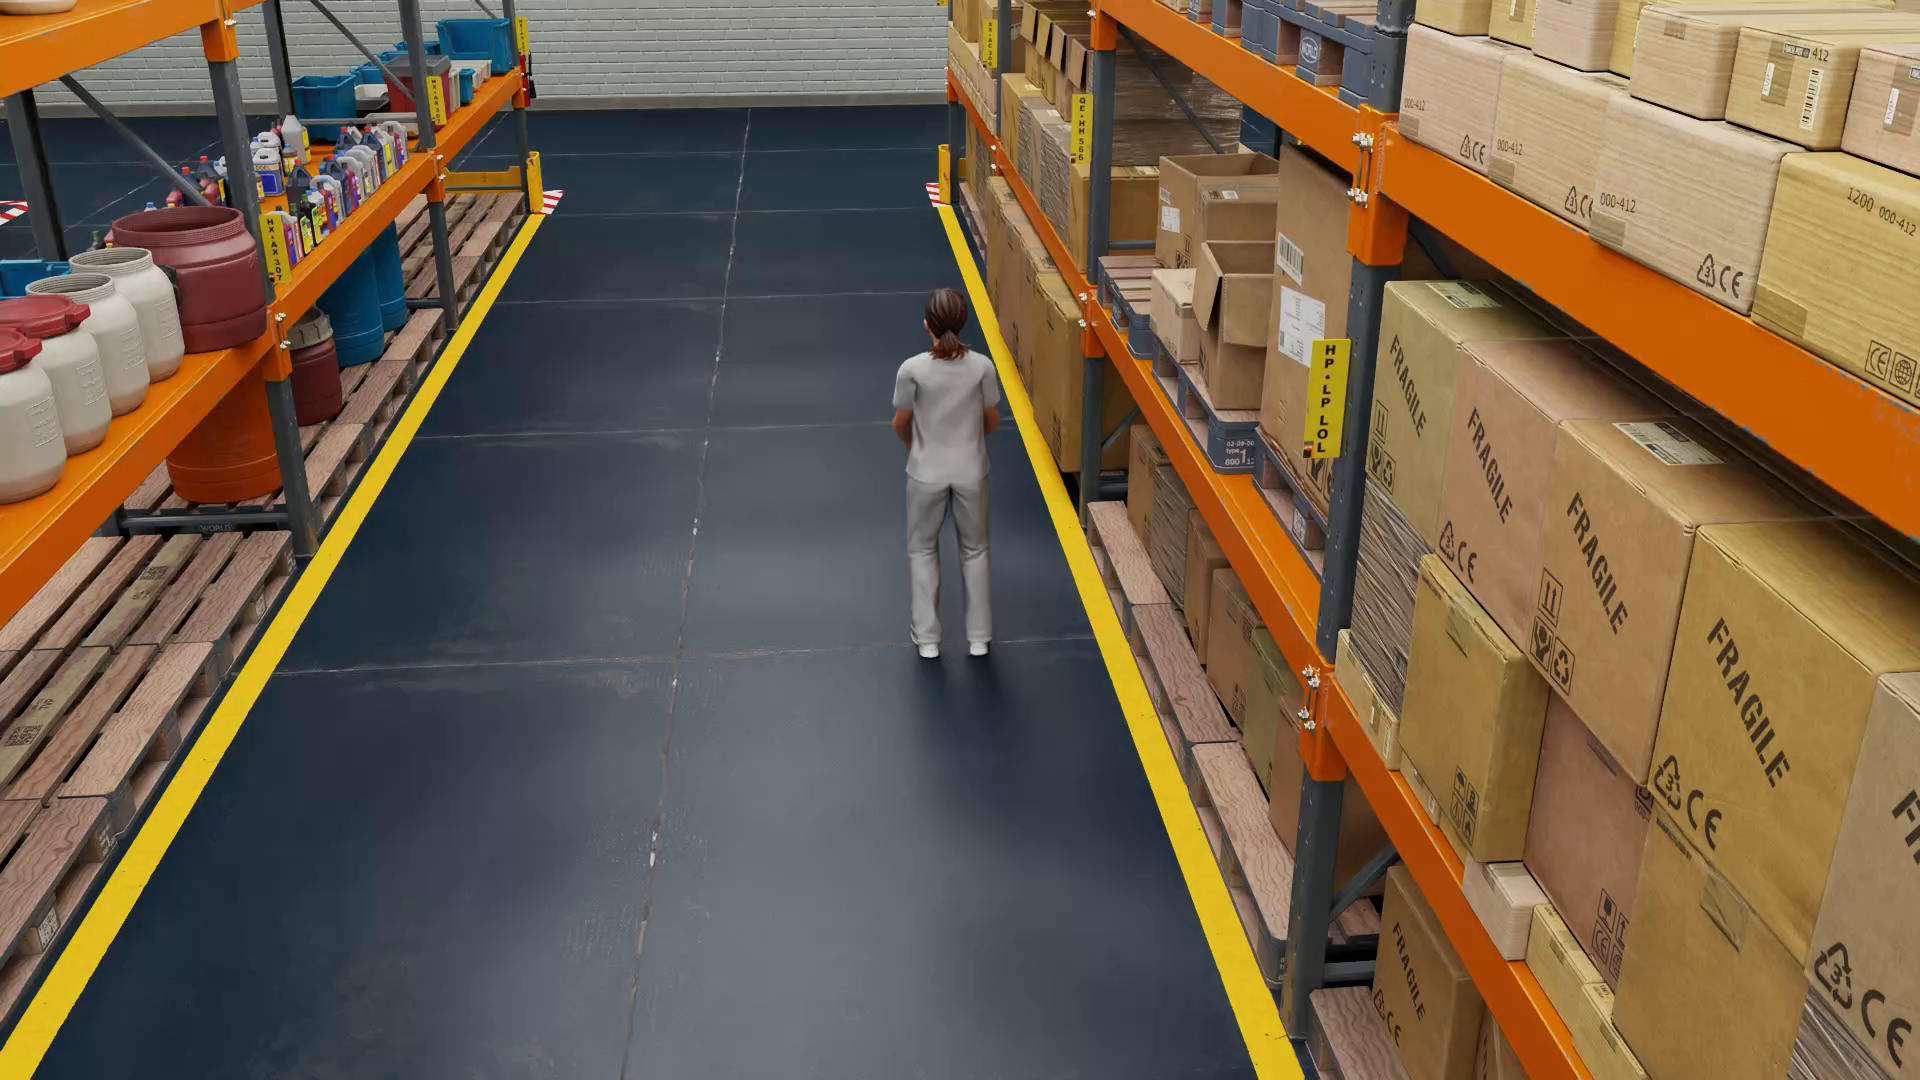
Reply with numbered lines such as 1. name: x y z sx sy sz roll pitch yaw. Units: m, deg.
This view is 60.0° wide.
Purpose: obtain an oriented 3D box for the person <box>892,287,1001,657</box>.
1. person: -0.062 -0.297 7.272 0.464 1.675 0.475 -3 24 -6
